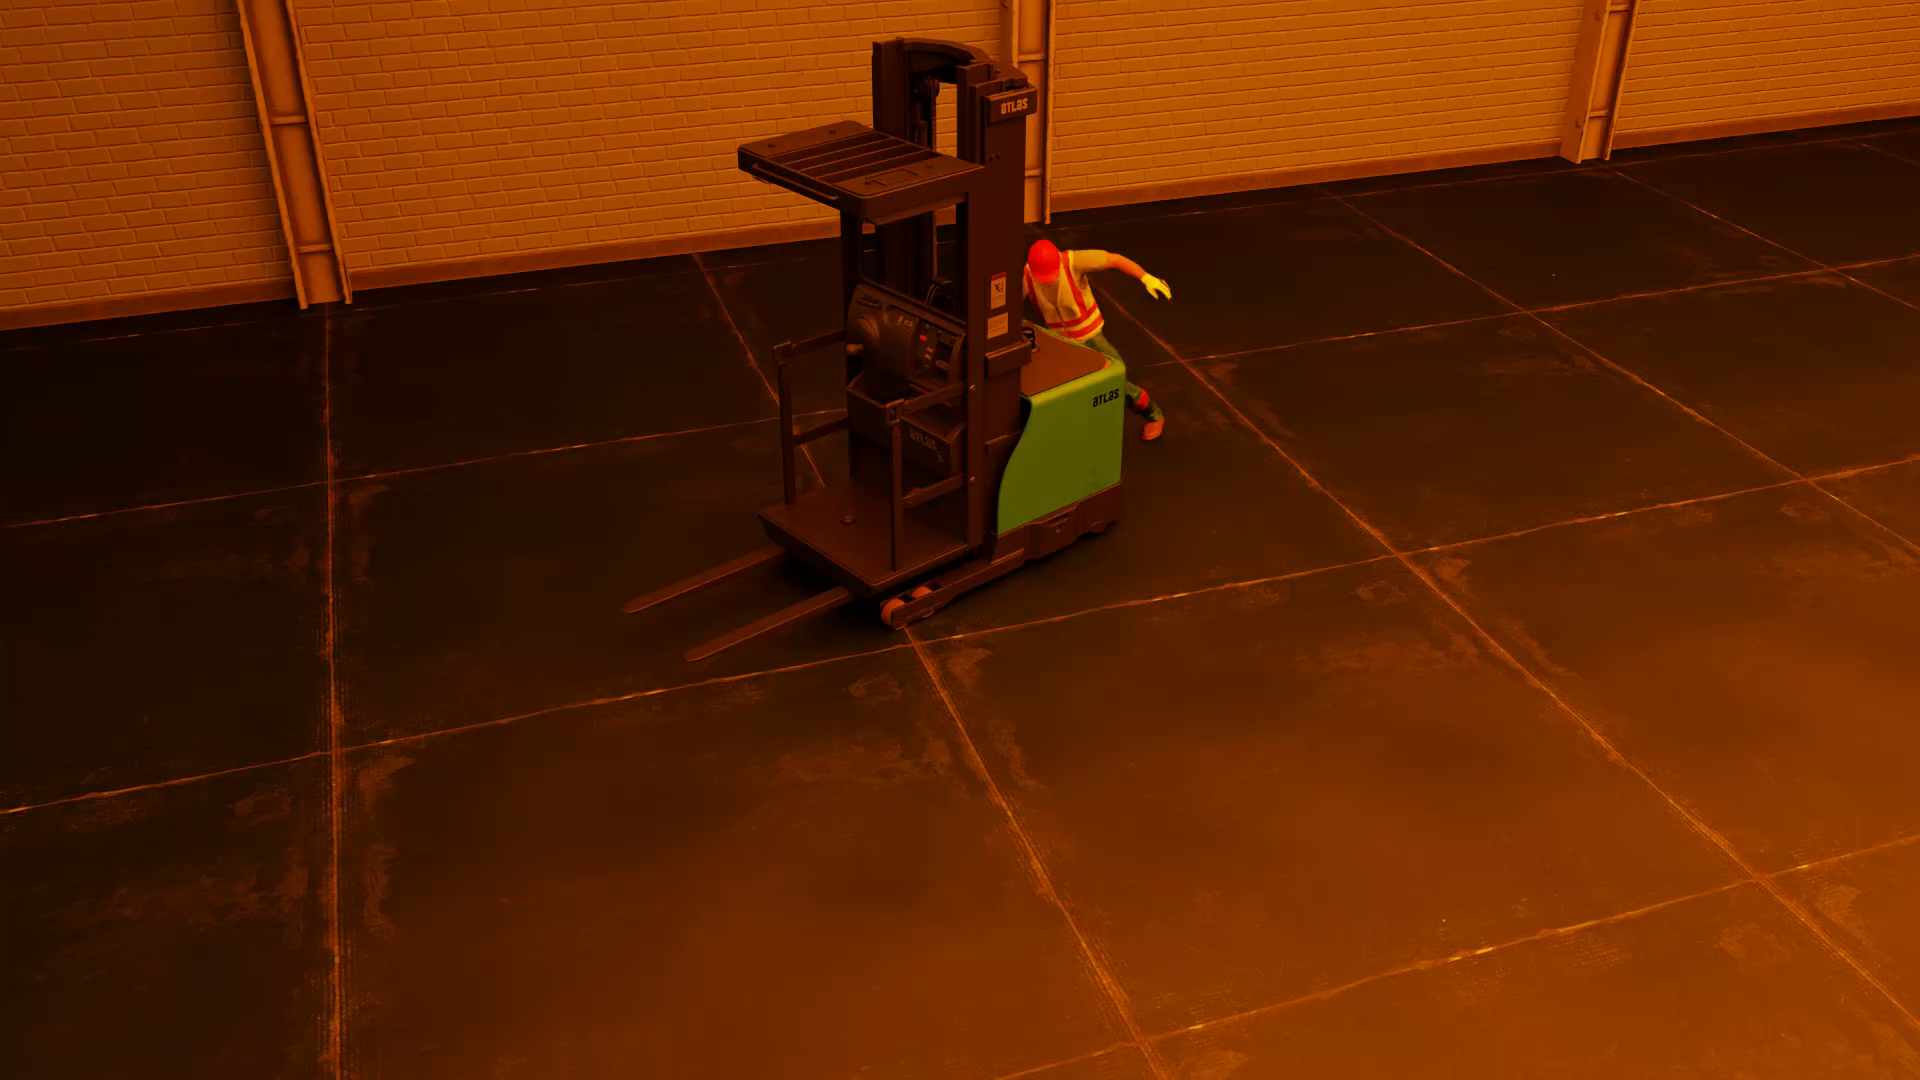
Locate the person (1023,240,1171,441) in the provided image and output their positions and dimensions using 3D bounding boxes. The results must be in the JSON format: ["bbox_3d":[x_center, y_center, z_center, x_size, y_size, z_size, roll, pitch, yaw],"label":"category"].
[{"bbox_3d":[0.720,-1.284,10.809,1.260,1.476,0.733,10,31,16],"label":"person"}]

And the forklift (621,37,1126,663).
[{"bbox_3d":[-0.461,-1.072,8.951,3.031,2.935,1.130,-23,37,-34],"label":"forklift"}]
